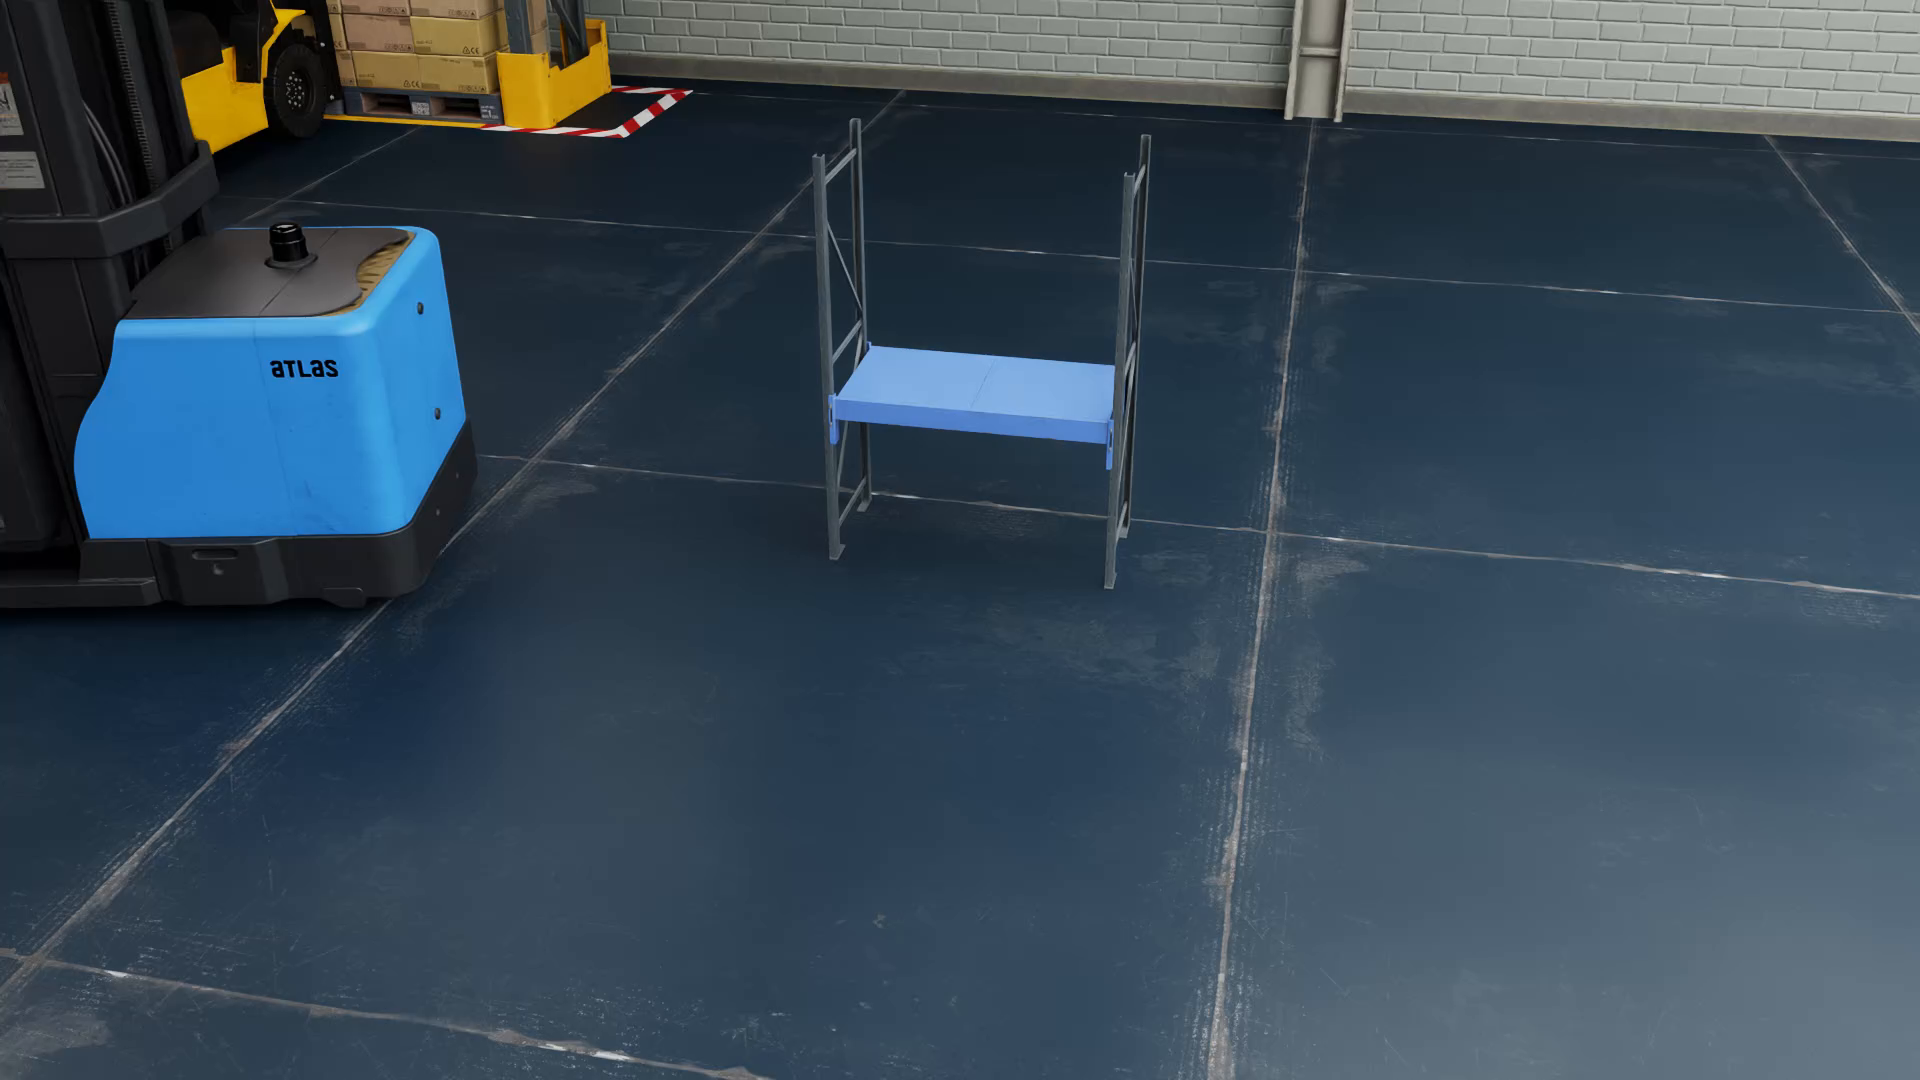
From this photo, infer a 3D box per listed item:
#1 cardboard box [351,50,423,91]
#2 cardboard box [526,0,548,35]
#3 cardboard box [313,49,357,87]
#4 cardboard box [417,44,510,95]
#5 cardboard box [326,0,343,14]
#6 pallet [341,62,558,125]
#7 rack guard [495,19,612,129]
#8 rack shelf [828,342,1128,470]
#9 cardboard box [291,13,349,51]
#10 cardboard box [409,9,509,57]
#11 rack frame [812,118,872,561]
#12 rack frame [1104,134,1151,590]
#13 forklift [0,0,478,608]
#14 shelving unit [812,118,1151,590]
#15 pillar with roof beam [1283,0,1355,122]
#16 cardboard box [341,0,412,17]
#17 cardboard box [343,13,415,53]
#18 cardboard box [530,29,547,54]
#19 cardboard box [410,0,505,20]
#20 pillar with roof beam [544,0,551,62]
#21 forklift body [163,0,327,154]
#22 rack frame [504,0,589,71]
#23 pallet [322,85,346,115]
[{"bbox_3d":[-3.896,-3.350,11.671,0.500,0.250,0.500,6,29,11],"label":"cardboard box"},{"bbox_3d":[-3.303,-3.761,11.901,0.500,0.250,0.500,6,29,11],"label":"cardboard box"},{"bbox_3d":[-4.384,-3.404,11.770,0.500,0.250,0.500,6,29,11],"label":"cardboard box"},{"bbox_3d":[-3.412,-3.295,11.571,0.500,0.250,0.500,6,29,11],"label":"cardboard box"},{"bbox_3d":[-4.398,-3.829,11.506,0.500,0.250,0.500,6,29,11],"label":"cardboard box"},{"bbox_3d":[-3.643,-3.252,11.971,1.213,0.211,1.003,6,29,11],"label":"pallet"},{"bbox_3d":[-2.863,-3.320,11.793,0.348,0.500,1.175,6,29,11],"label":"rack guard"},{"bbox_3d":[0.083,-0.492,5.961,1.000,0.185,0.538,6,29,11],"label":"rack shelf"},{"bbox_3d":[-4.425,-3.615,11.635,0.500,0.250,0.500,5,29,9],"label":"cardboard box"},{"bbox_3d":[-3.428,-3.518,11.457,0.500,0.250,0.500,5,29,10],"label":"cardboard box"},{"bbox_3d":[-0.414,-0.700,5.967,0.032,1.500,0.500,6,29,11],"label":"rack frame"},{"bbox_3d":[0.581,-0.598,5.781,0.032,1.500,0.500,6,29,11],"label":"rack frame"},{"bbox_3d":[-3.405,-1.255,5.489,3.031,2.935,1.130,-1,29,-2],"label":"forklift"},{"bbox_3d":[0.083,-0.649,5.874,1.048,1.500,0.538,6,29,11],"label":"shelving unit"},{"bbox_3d":[1.589,-4.920,5.865,0.400,9.000,9.100,6,29,11],"label":"pillar with roof beam"},{"bbox_3d":[-3.903,-3.783,11.422,0.500,0.250,0.500,6,29,11],"label":"cardboard box"},{"bbox_3d":[-3.916,-3.573,11.558,0.500,0.250,0.500,6,29,10],"label":"cardboard box"},{"bbox_3d":[-3.326,-3.538,12.014,0.500,0.250,0.500,6,29,11],"label":"cardboard box"},{"bbox_3d":[-3.402,-3.735,11.333,0.500,0.250,0.500,7,29,12],"label":"cardboard box"},{"bbox_3d":[-4.278,-5.521,6.964,0.400,9.000,9.100,6,29,11],"label":"pillar with roof beam"},{"bbox_3d":[-5.122,-3.380,10.183,1.214,2.155,2.313,6,29,11],"label":"forklift body"},{"bbox_3d":[-2.887,-4.418,11.197,0.127,3.000,1.000,6,29,11],"label":"rack frame"},{"bbox_3d":[-4.833,-3.376,12.196,1.213,0.211,1.003,6,29,11],"label":"pallet"}]
